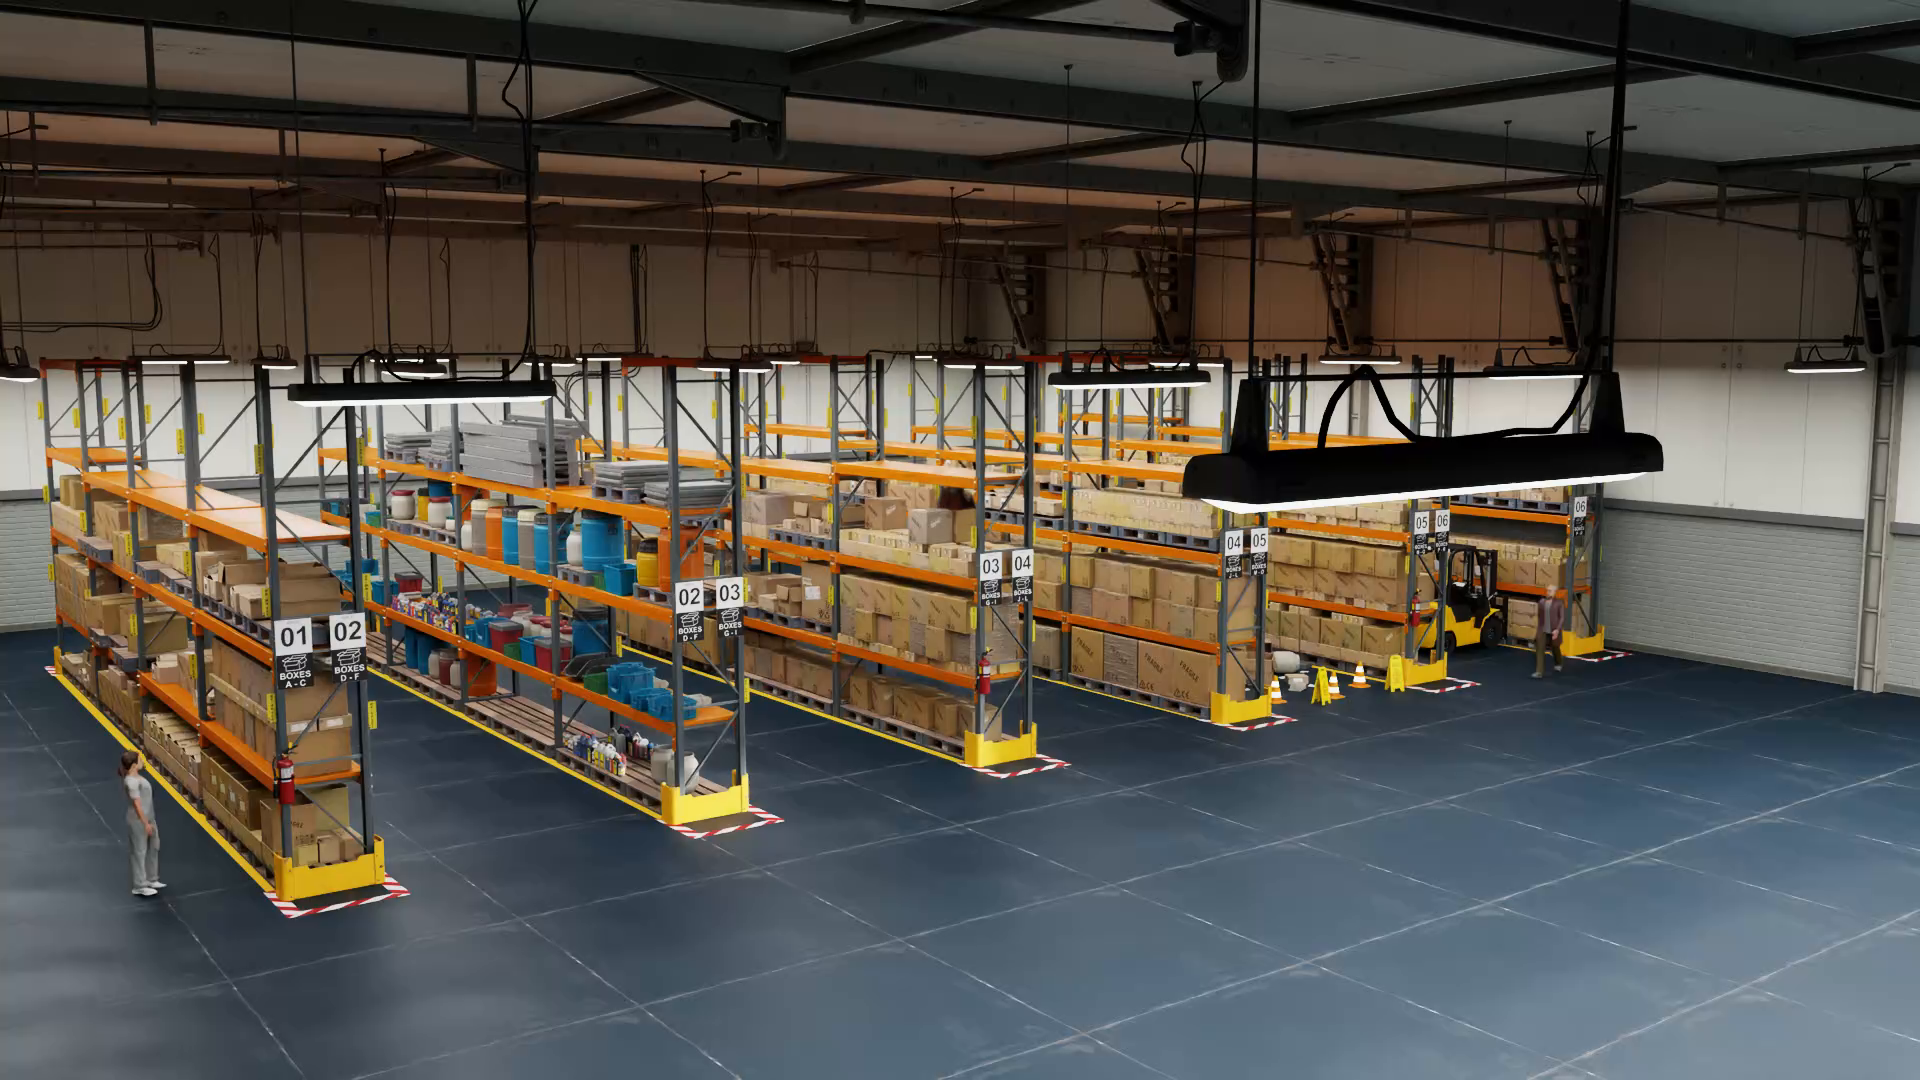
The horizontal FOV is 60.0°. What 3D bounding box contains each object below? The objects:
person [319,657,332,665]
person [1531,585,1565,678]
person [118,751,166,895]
[{"bbox_3d":[-10.333,2.155,27.310,0.722,1.760,0.993,-5,9,-38],"label":"person"},{"bbox_3d":[11.124,1.709,31.342,0.547,1.737,1.151,4,8,32],"label":"person"},{"bbox_3d":[-9.378,3.247,19.067,0.417,1.717,0.510,-1,7,-5],"label":"person"}]
